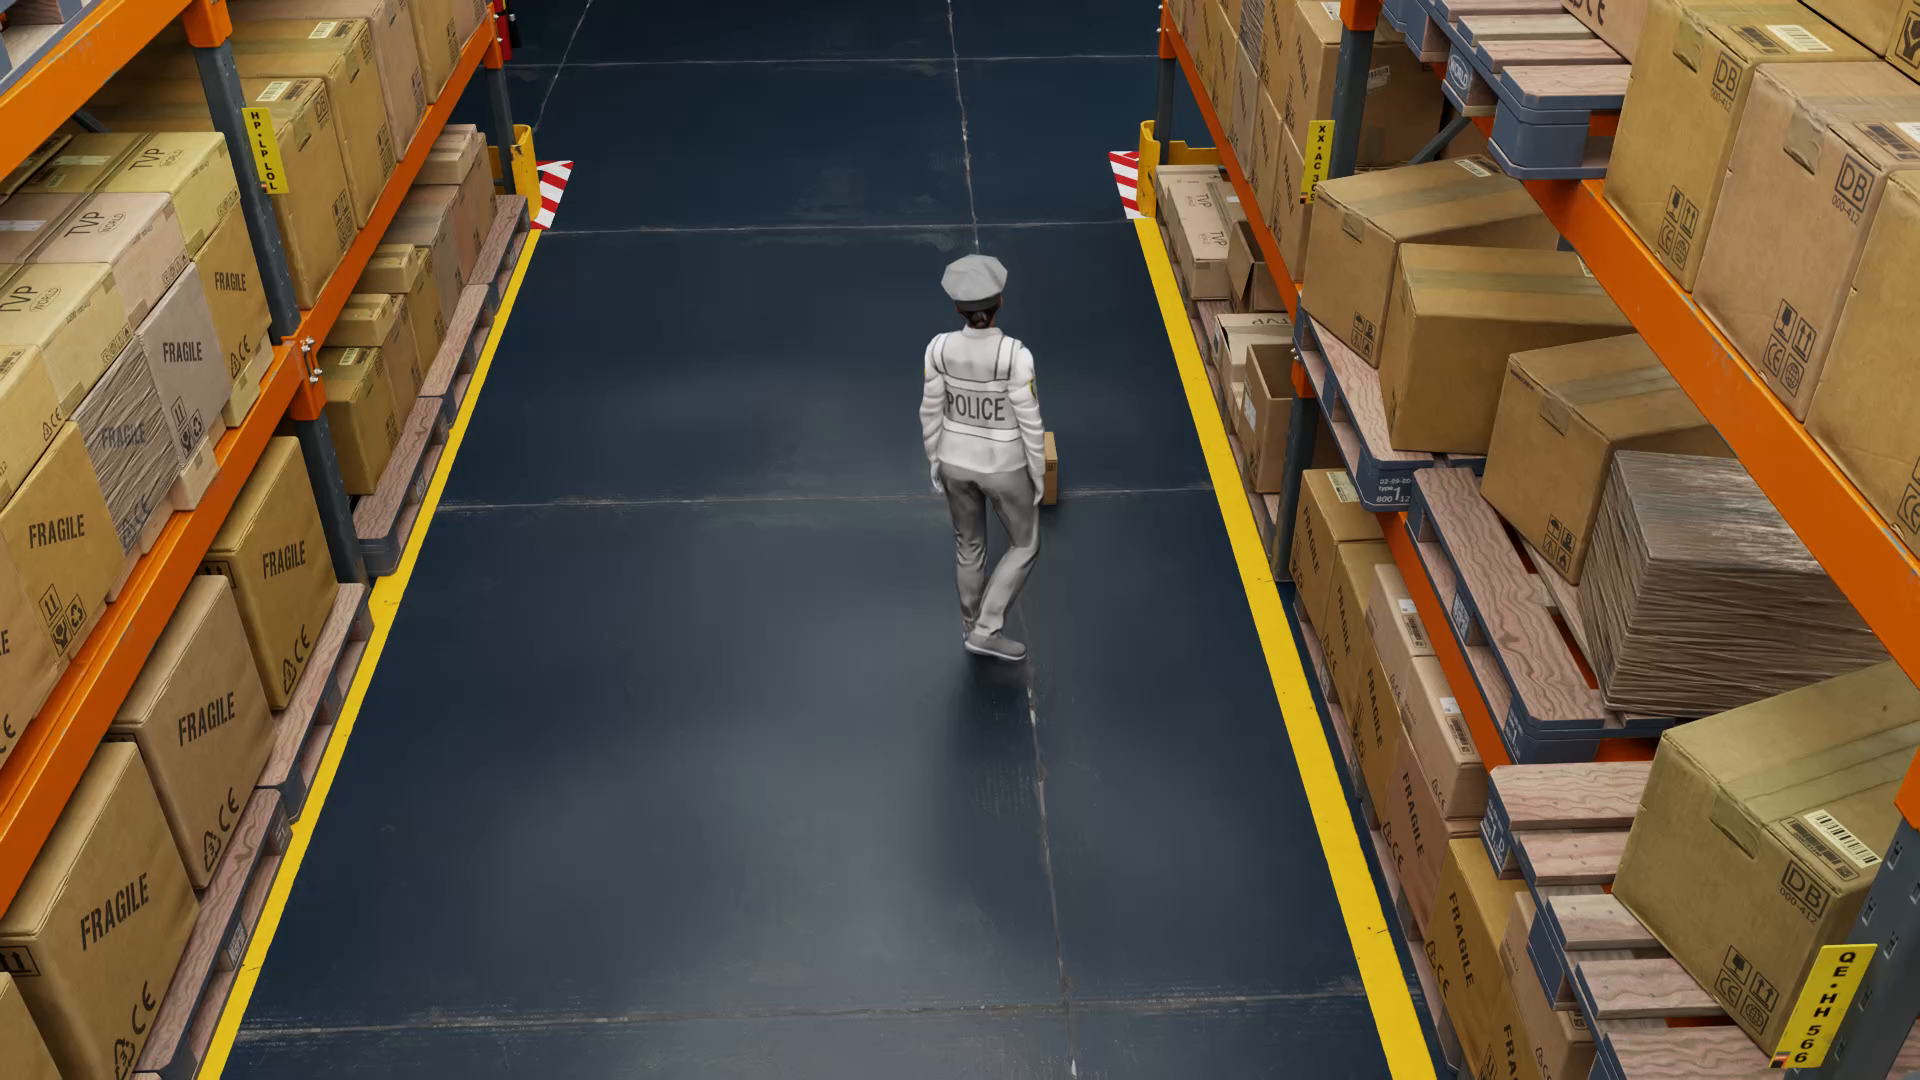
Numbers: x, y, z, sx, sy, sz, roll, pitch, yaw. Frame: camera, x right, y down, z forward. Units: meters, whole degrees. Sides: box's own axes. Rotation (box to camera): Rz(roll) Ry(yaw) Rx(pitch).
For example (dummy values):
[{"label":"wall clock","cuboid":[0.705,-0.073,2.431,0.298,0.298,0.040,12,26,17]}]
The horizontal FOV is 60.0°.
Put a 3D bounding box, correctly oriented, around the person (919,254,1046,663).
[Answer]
[{"label":"person","cuboid":[0.062,-0.240,6.465,0.525,1.669,0.547,14,38,18]}]
